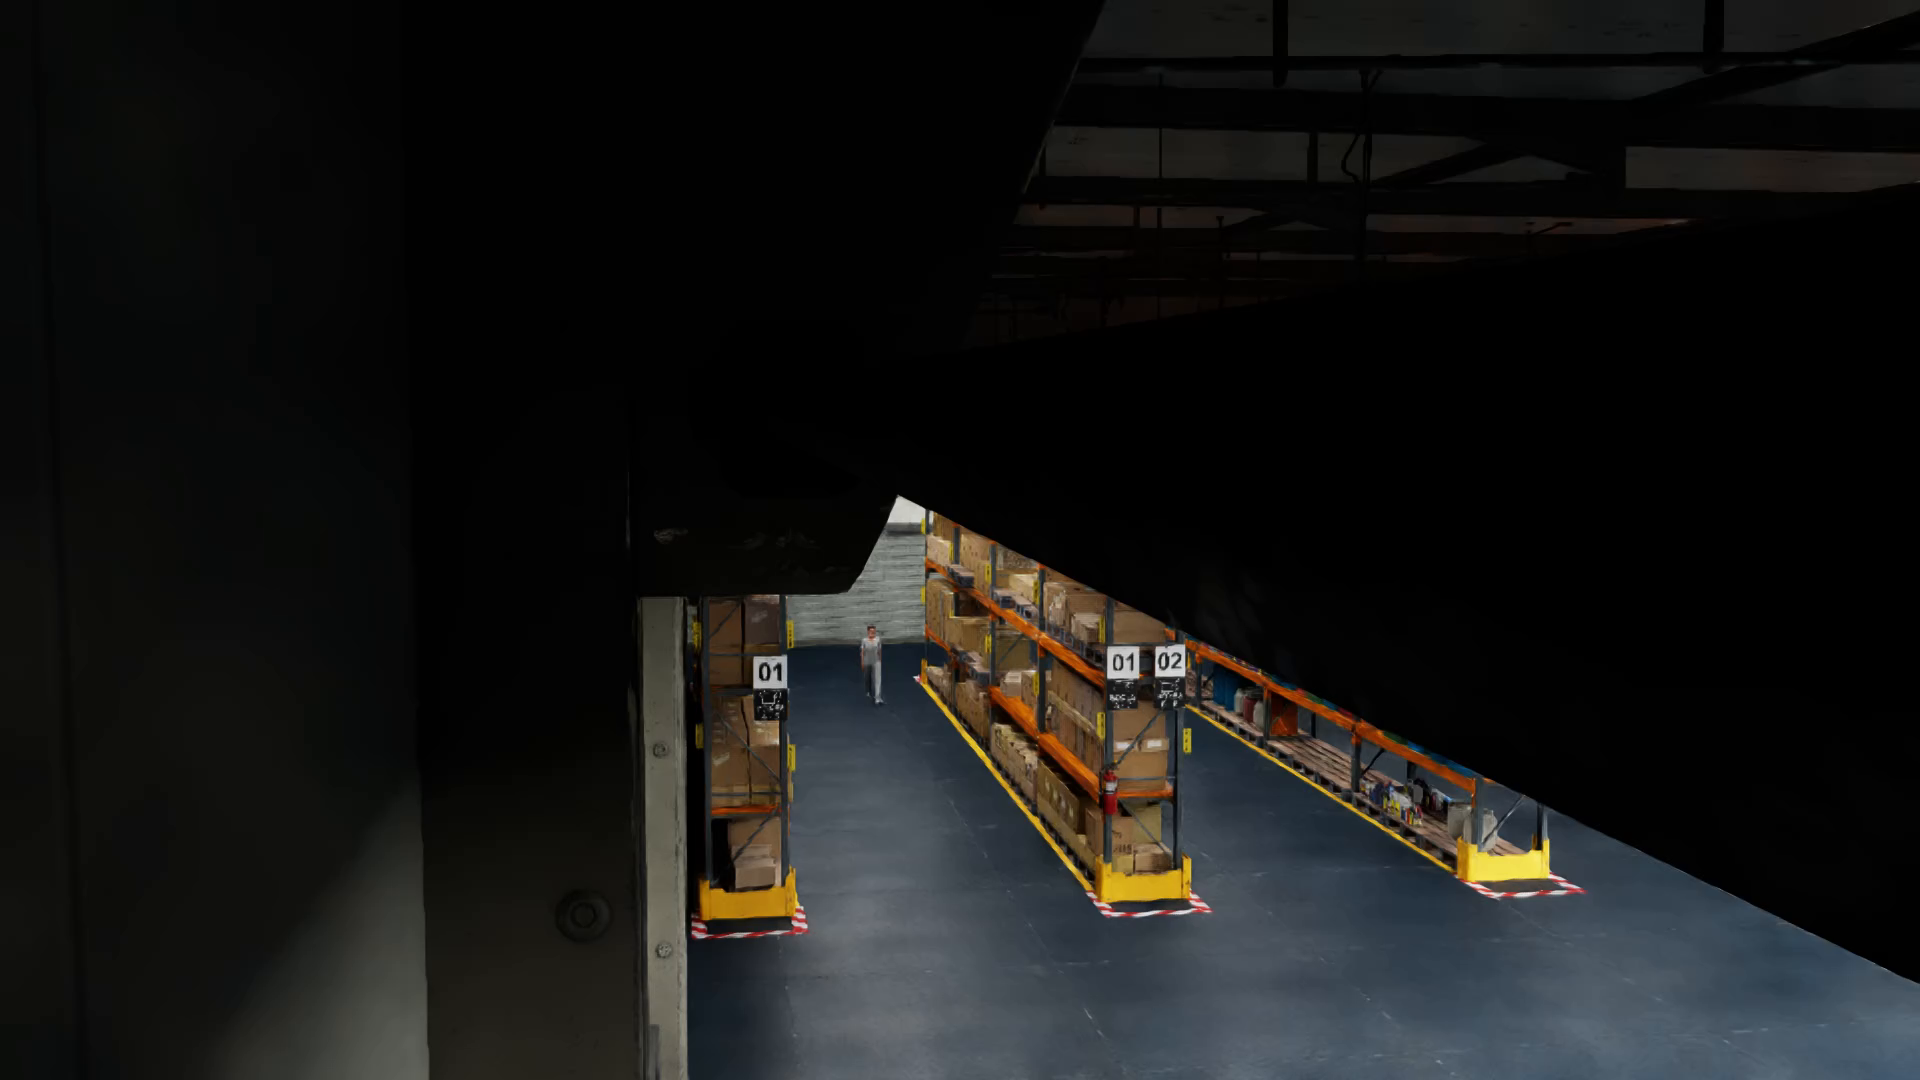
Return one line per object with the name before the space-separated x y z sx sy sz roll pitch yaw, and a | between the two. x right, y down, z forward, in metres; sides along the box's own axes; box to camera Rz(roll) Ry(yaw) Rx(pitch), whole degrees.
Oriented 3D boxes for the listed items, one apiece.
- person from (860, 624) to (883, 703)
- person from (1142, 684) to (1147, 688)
person | -1.828 2.515 34.178 0.446 1.590 1.110 -1 5 -7
person | 3.846 2.411 35.197 0.443 1.623 1.000 0 5 0
